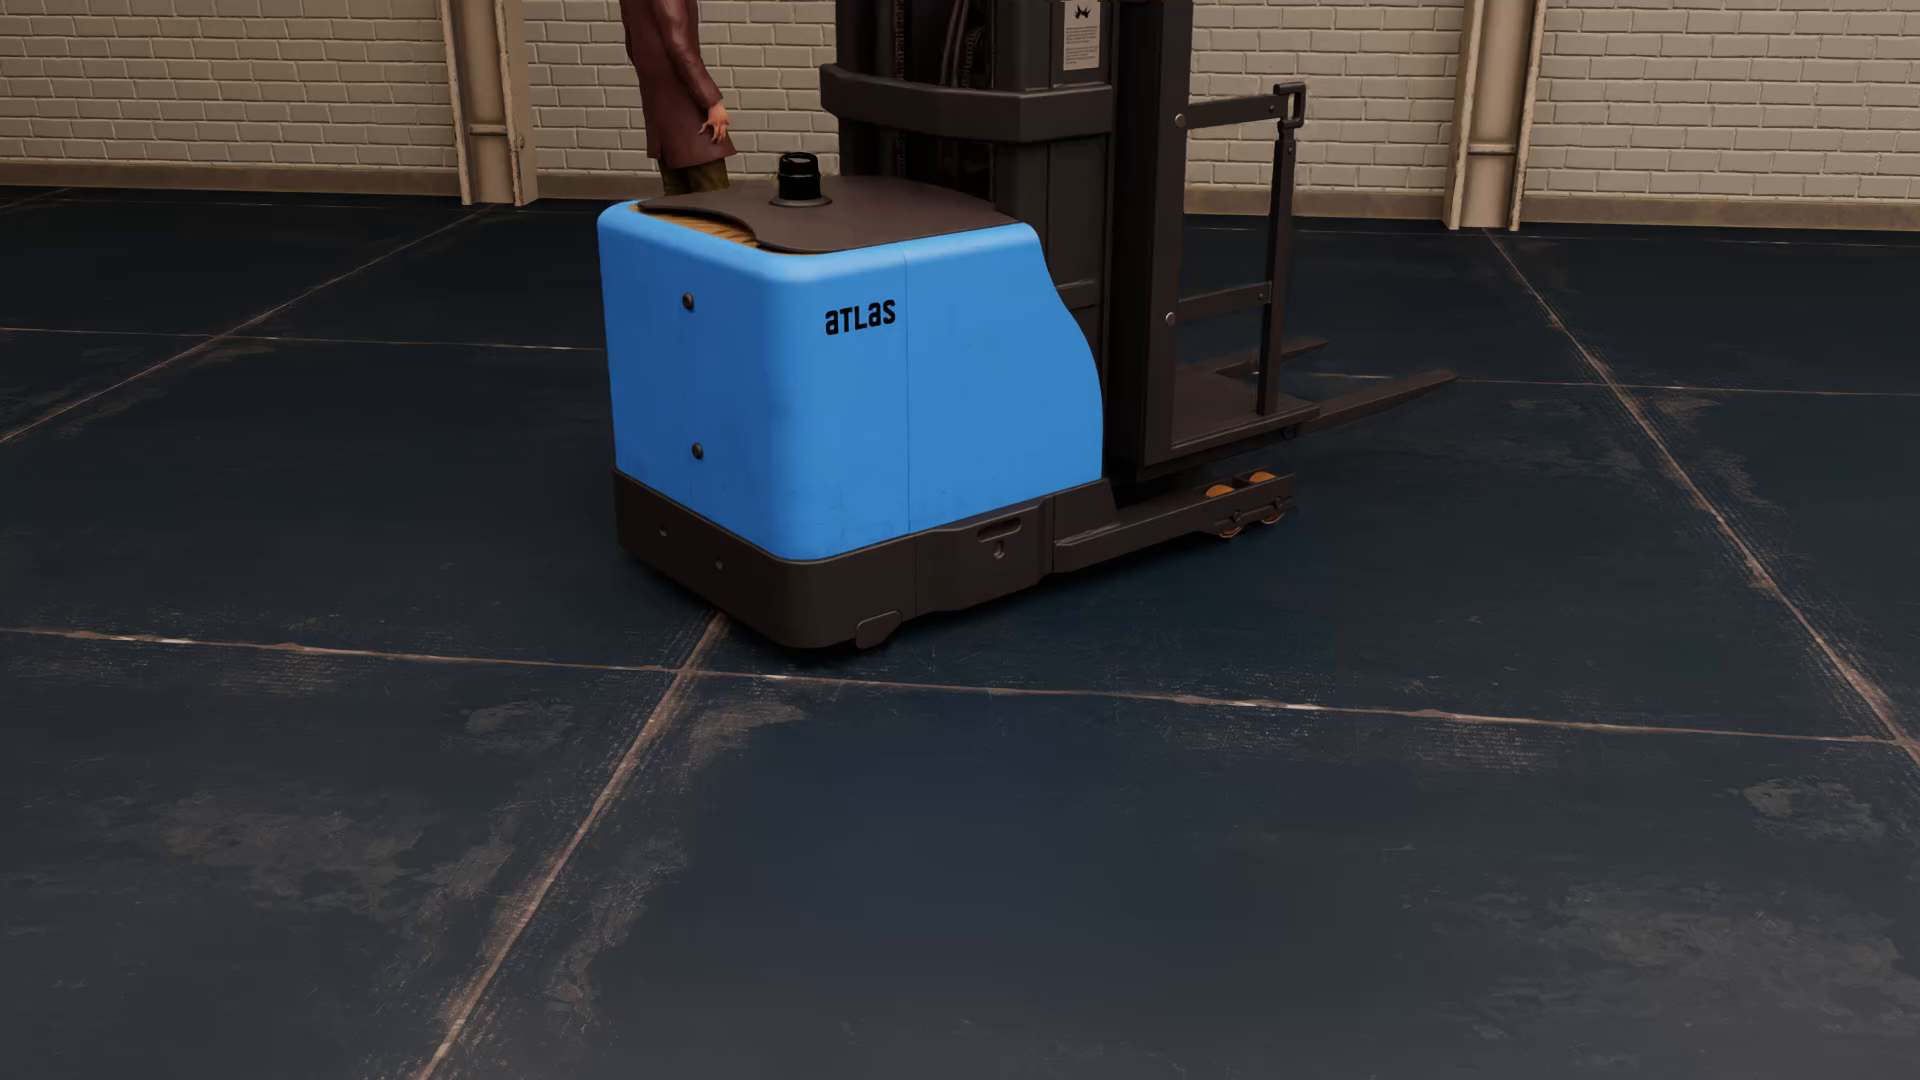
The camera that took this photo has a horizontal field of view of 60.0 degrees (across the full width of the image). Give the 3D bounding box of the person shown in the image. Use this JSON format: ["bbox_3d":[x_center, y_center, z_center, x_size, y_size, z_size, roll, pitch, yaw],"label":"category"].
[{"bbox_3d":[-1.218,-2.008,7.766,0.584,1.776,0.695,-13,25,-30],"label":"person"}]

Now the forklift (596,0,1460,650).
[{"bbox_3d":[0.441,-1.502,4.983,3.031,2.935,1.130,-17,27,-35],"label":"forklift"}]
